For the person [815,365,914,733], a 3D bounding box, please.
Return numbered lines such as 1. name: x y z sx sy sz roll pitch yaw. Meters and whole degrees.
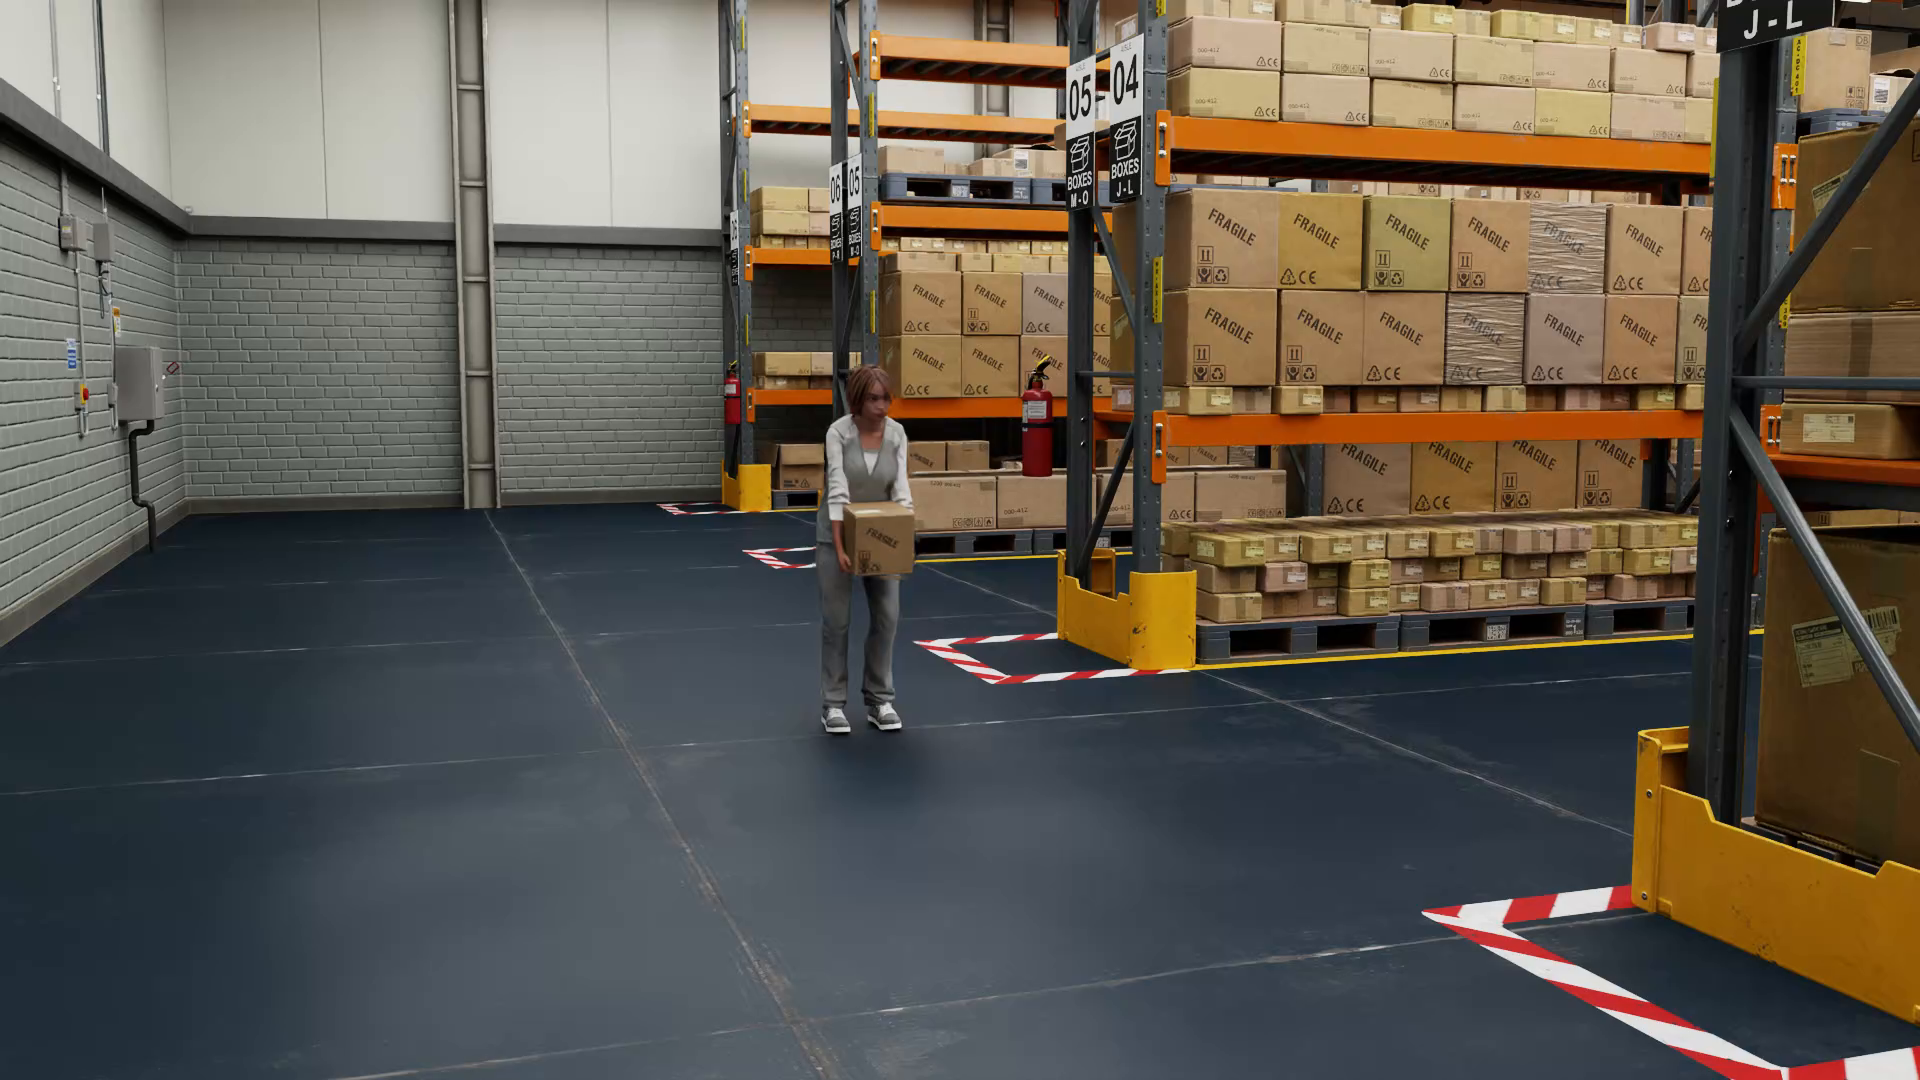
1. person: -0.406 0.051 7.040 0.371 1.550 0.533 -2 6 -20
